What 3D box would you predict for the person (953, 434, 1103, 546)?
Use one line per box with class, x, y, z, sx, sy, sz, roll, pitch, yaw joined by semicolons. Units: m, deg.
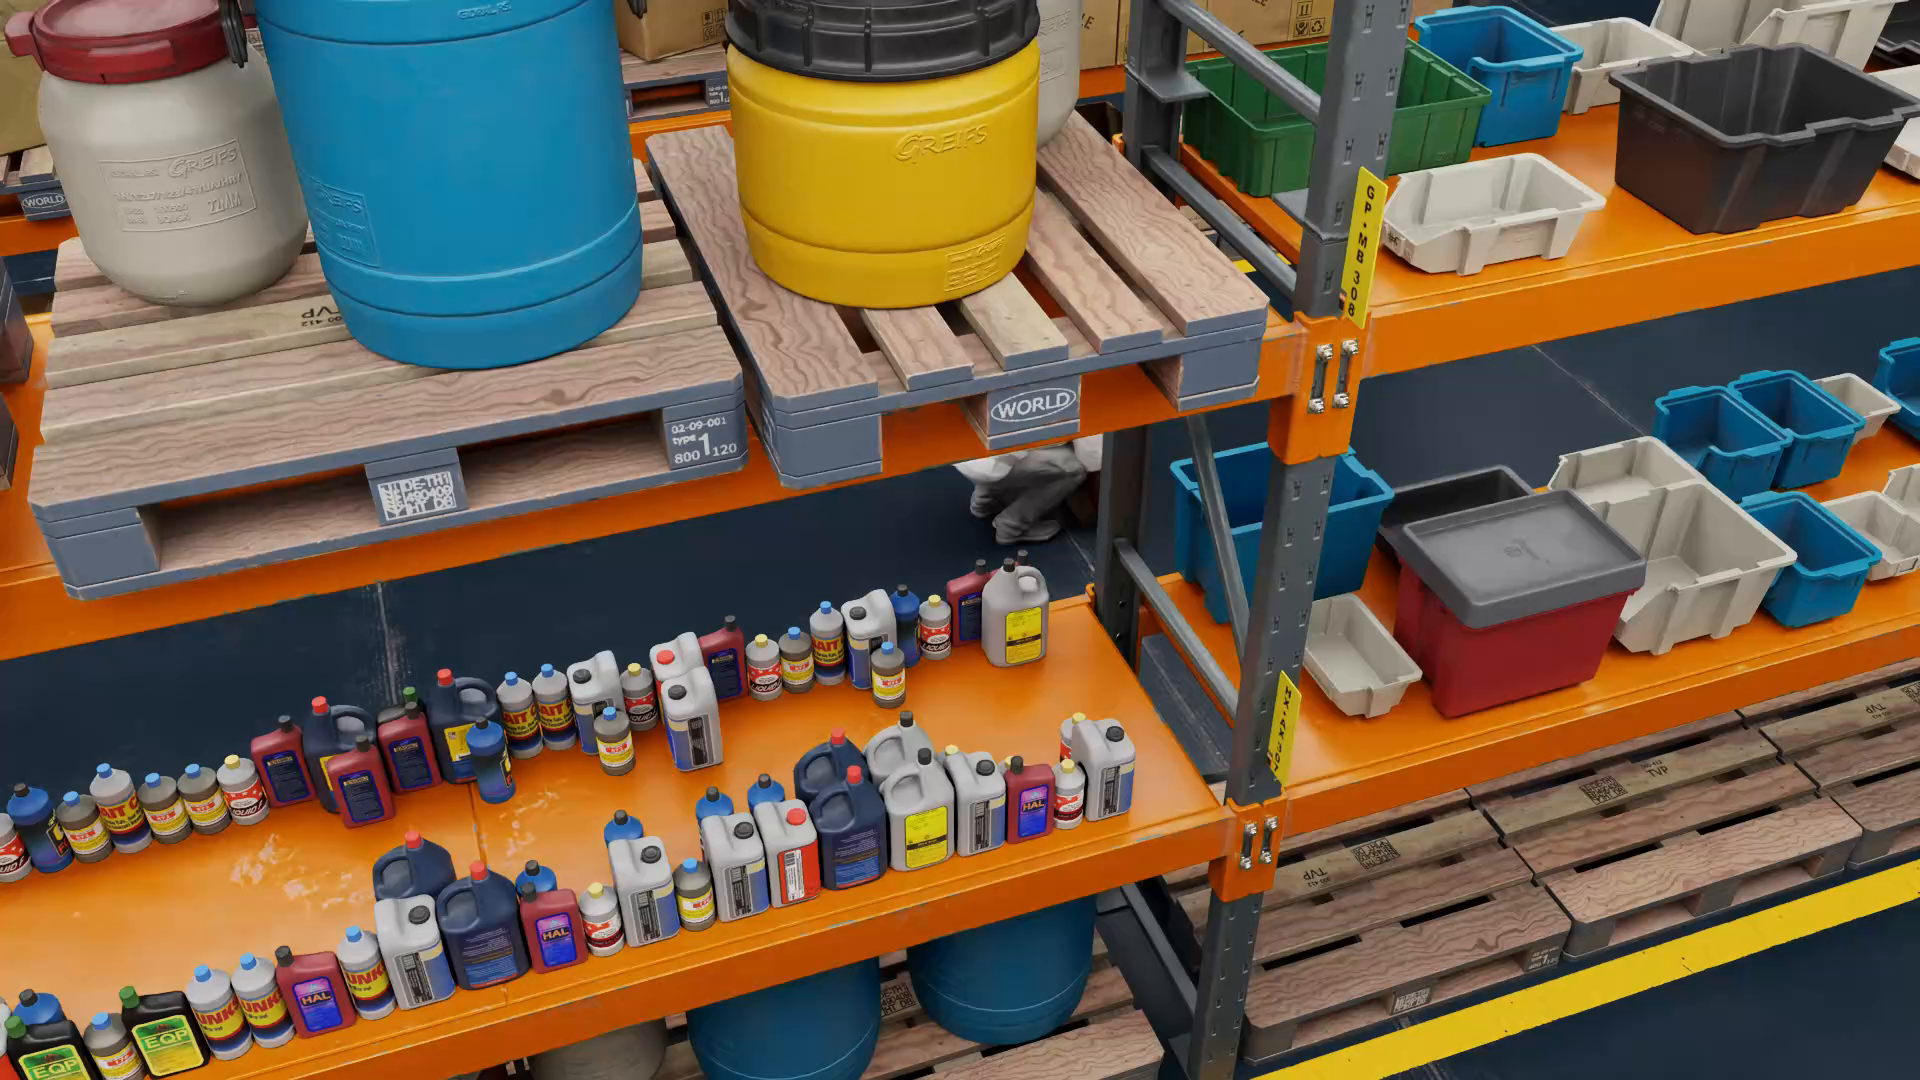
person;0.374;-0.427;7.515;0.941;0.834;0.530;-13;39;-17
